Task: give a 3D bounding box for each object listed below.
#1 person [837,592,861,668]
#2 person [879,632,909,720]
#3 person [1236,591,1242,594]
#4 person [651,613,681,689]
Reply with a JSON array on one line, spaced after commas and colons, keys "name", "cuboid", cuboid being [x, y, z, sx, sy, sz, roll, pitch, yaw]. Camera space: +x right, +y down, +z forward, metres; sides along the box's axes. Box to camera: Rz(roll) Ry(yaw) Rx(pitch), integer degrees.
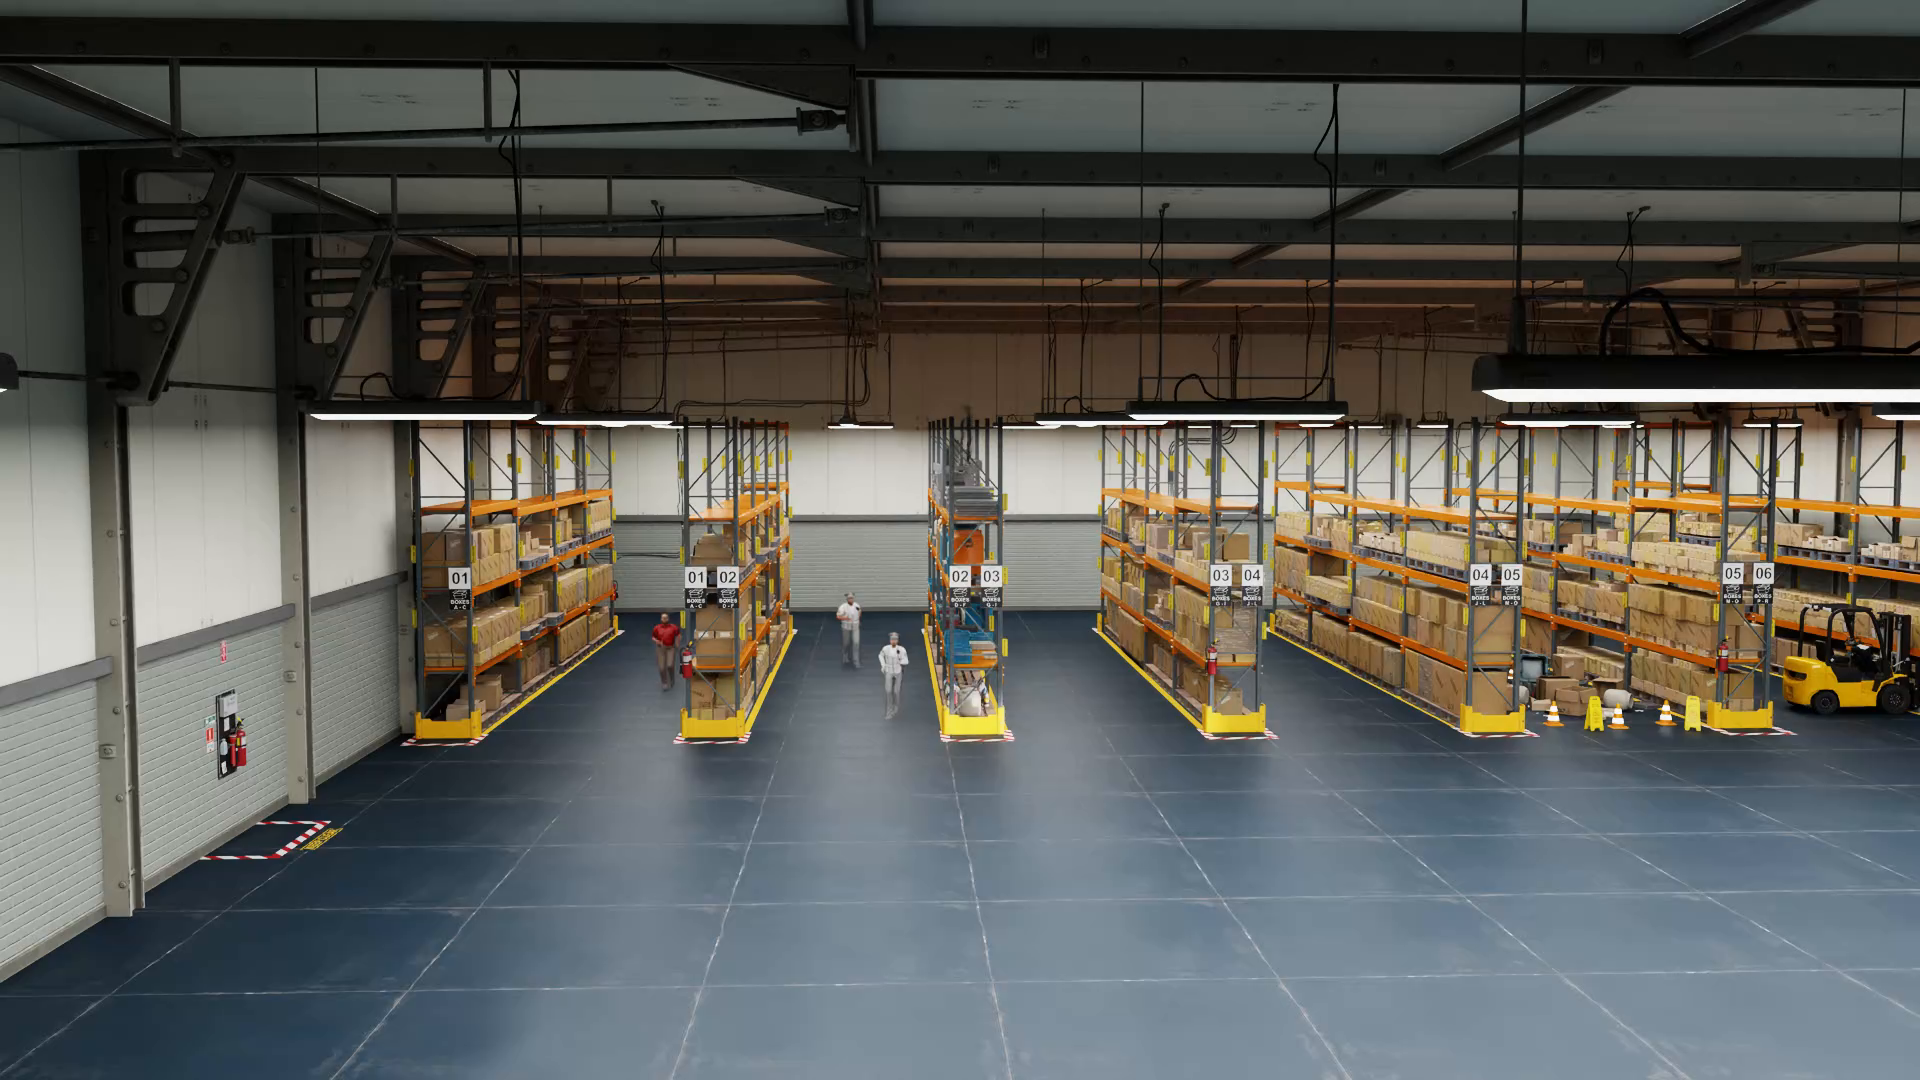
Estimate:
[{"name": "person", "cuboid": [-2.694, 2.170, 40.652, 0.659, 1.800, 0.946, -1, 4, -16]}, {"name": "person", "cuboid": [-1.327, 2.708, 33.310, 0.597, 1.755, 0.775, 0, 4, -1]}, {"name": "person", "cuboid": [7.797, 1.913, 45.706, 0.747, 1.758, 1.092, 0, 4, -2]}, {"name": "person", "cuboid": [-6.512, 2.471, 36.846, 0.651, 1.686, 0.607, 0, 4, -8]}]
